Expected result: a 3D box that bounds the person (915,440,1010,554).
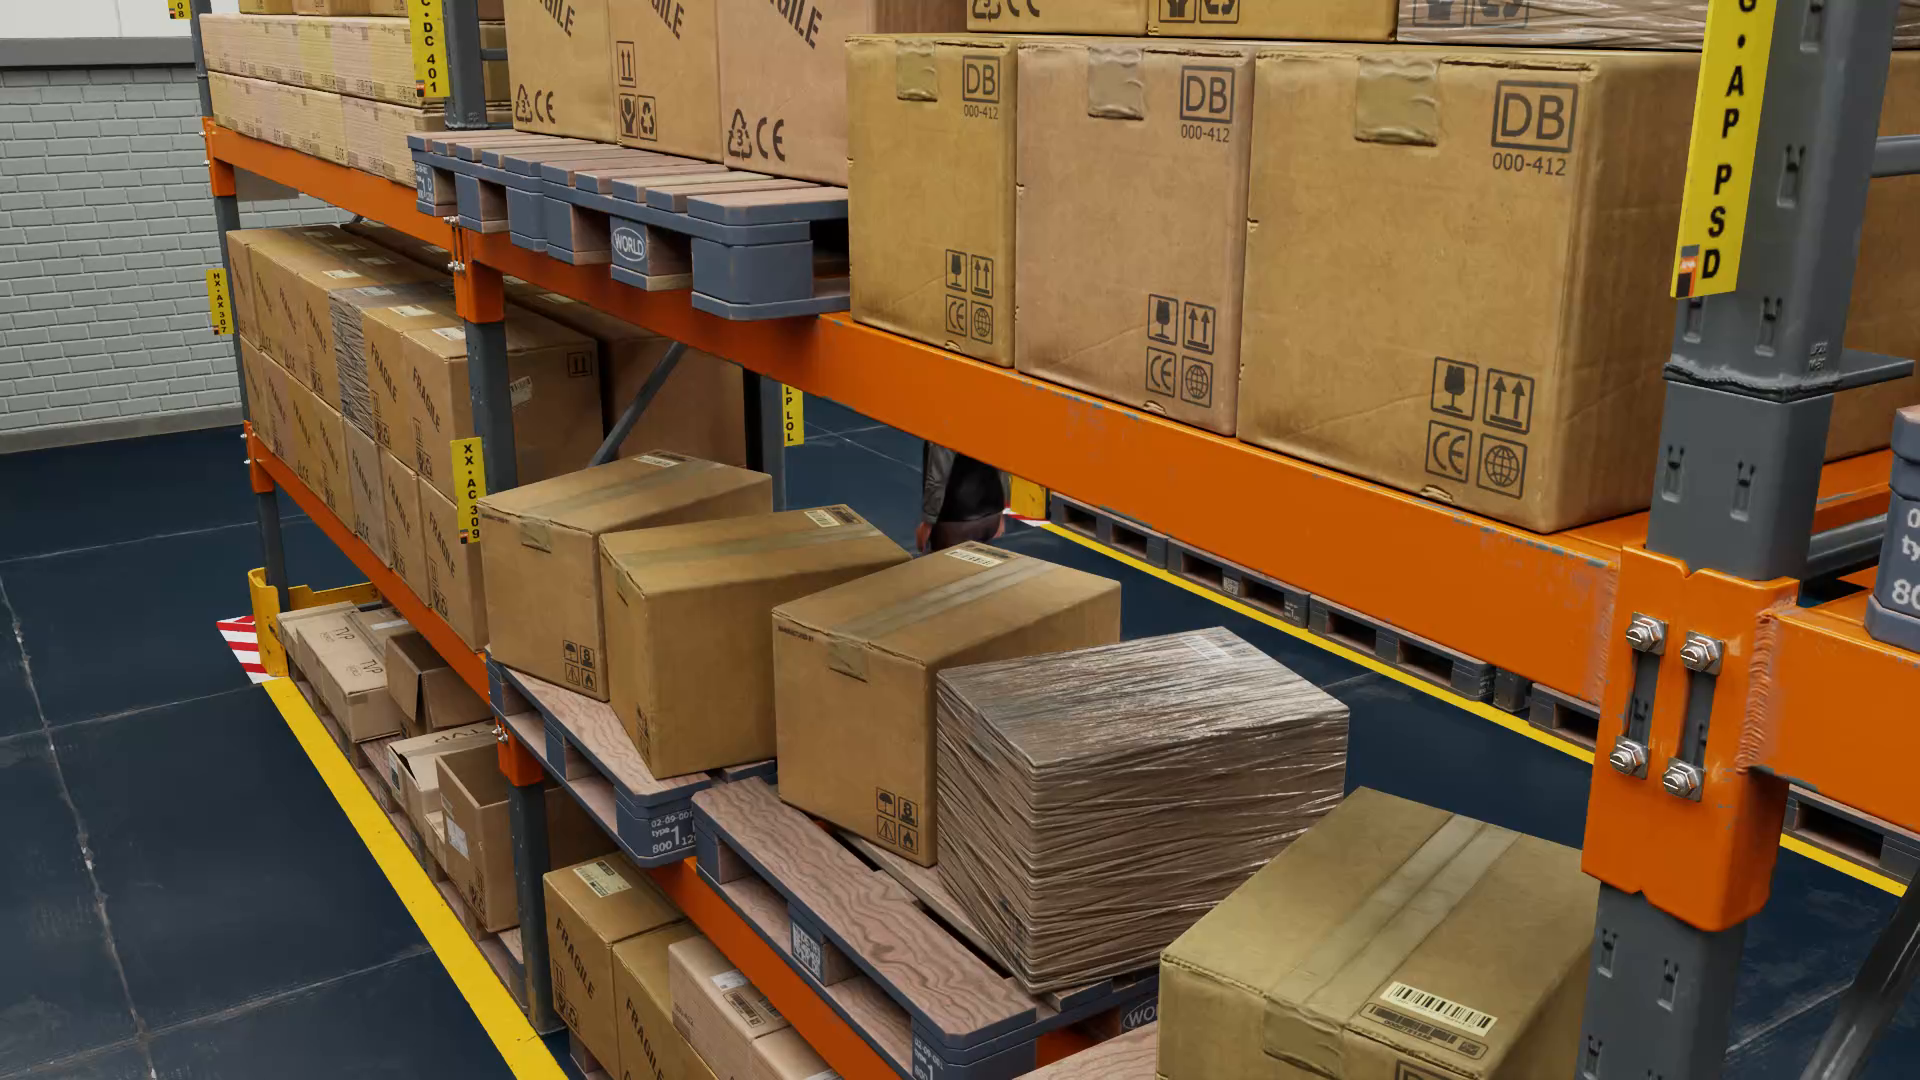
[{"bbox_3d":[0.020,-0.103,8.337,0.473,1.719,0.546,12,21,32],"label":"person"}]
